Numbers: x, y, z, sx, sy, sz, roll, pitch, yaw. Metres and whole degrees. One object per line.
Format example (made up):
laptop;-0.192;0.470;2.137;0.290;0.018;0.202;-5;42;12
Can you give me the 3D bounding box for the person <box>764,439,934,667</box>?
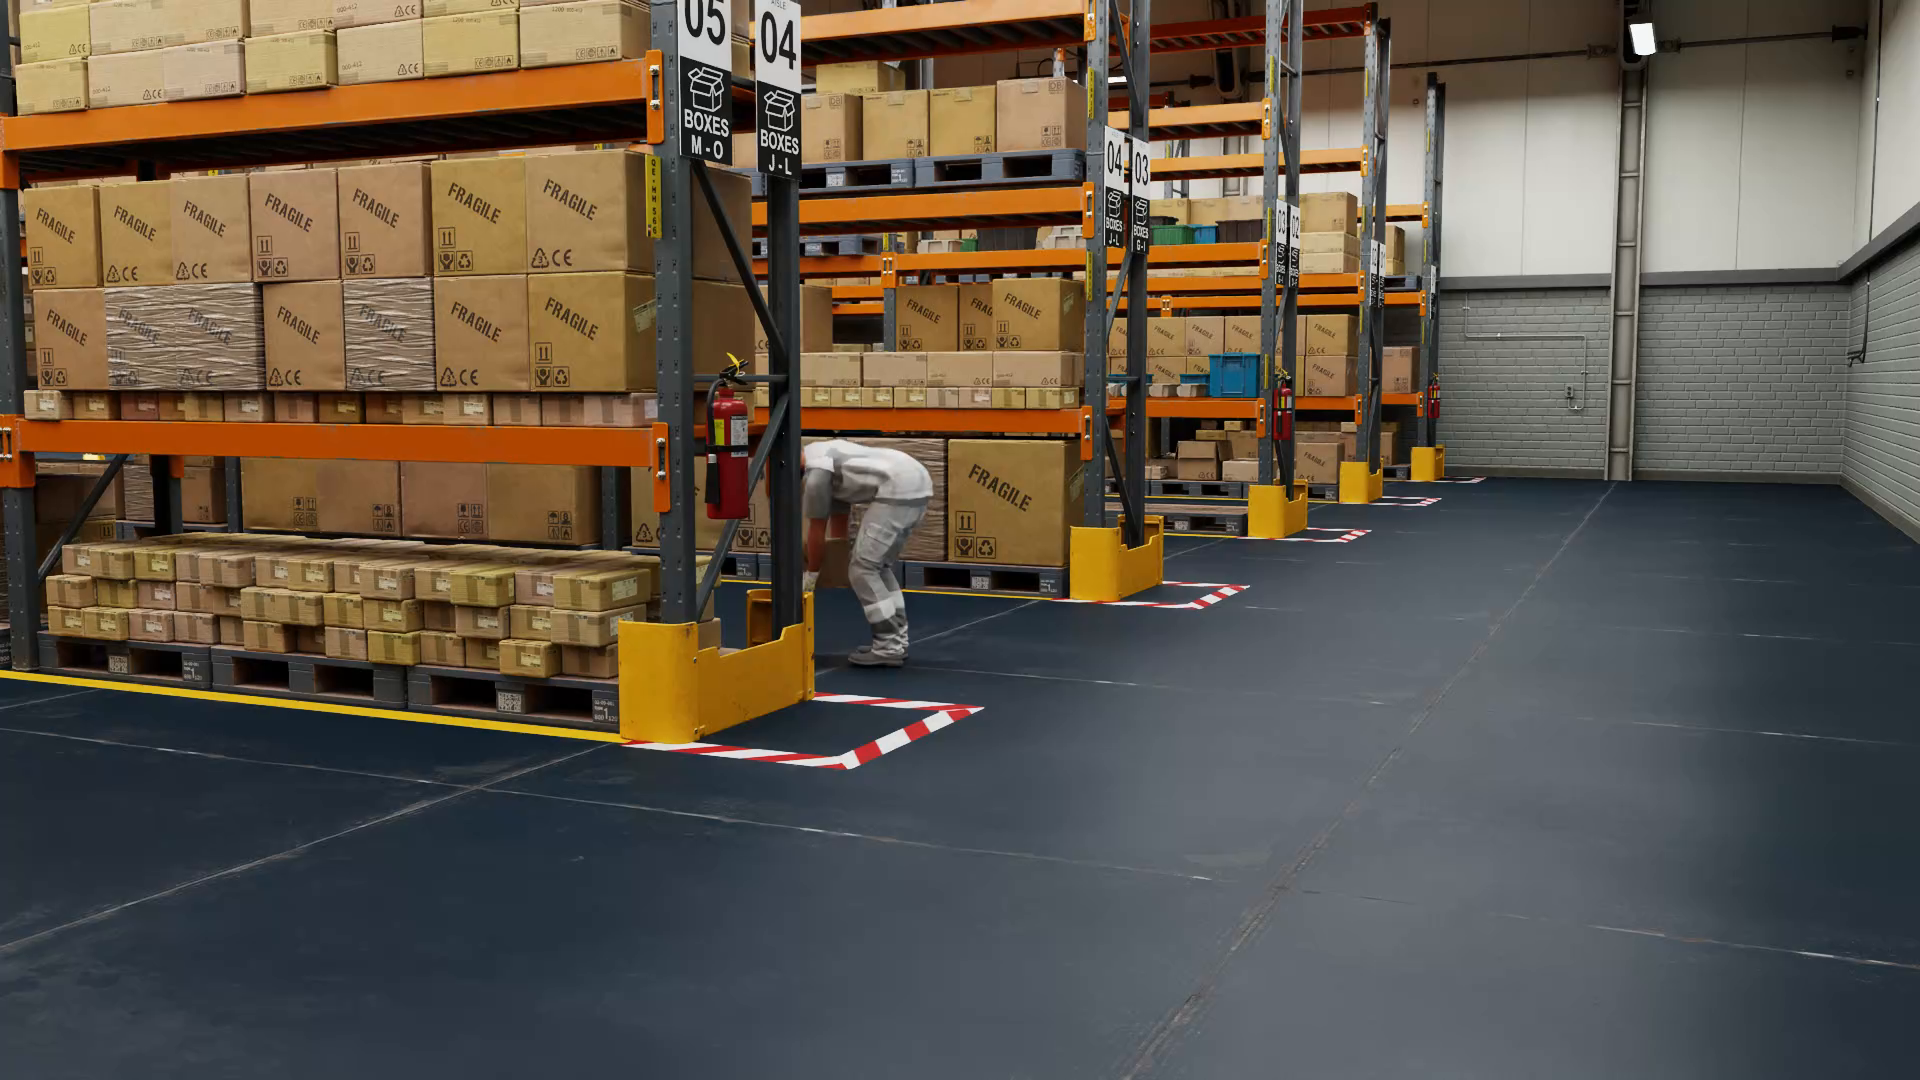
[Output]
person;-0.616;0.041;8.889;0.949;1.218;0.488;1;6;15
